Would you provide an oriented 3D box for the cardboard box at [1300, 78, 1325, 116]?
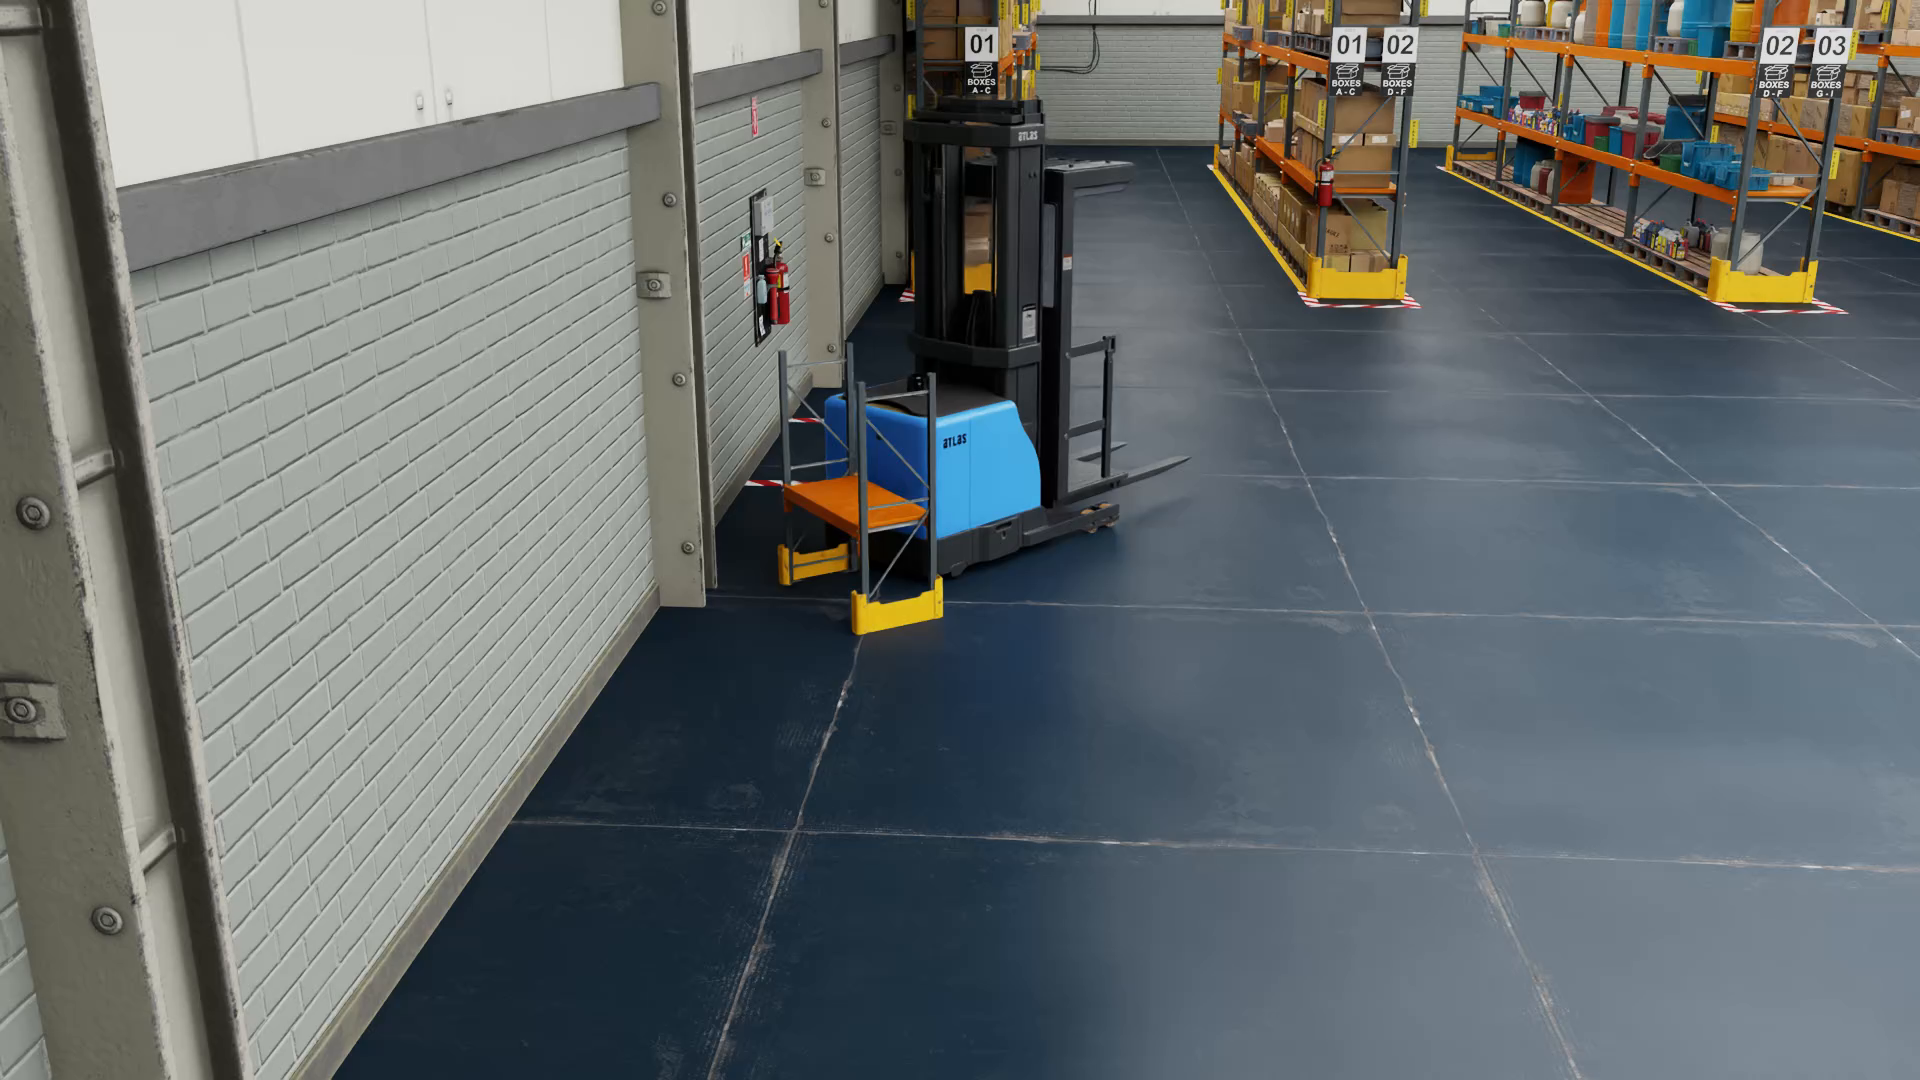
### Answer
[{"bbox_3d":[5.170,-6.229,23.372,0.700,0.500,0.500,1,18,4],"label":"cardboard box"}]

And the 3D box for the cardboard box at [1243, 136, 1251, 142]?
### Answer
[{"bbox_3d":[6.262,-8.277,35.173,0.500,0.500,0.500,1,18,4],"label":"cardboard box"}]

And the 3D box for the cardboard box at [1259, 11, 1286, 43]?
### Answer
[{"bbox_3d":[5.480,-8.554,27.735,0.910,0.500,0.500,1,18,4],"label":"cardboard box"}]

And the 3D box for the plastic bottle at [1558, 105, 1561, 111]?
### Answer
[{"bbox_3d":[10.970,-7.760,30.366,0.144,0.351,0.185,1,18,4],"label":"plastic bottle"}]

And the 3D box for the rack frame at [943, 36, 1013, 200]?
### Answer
[{"bbox_3d":[0.254,-5.812,24.344,1.000,3.000,0.127,1,18,4],"label":"rack frame"}]

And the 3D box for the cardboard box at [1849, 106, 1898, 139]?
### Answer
[{"bbox_3d":[15.151,-6.929,27.592,0.500,0.500,0.500,2,18,6],"label":"cardboard box"}]

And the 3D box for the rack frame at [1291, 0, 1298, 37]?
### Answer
[{"bbox_3d":[5.195,-8.554,23.076,1.000,3.000,0.127,1,18,4],"label":"rack frame"}]

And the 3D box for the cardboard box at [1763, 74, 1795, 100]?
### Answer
[{"bbox_3d":[15.416,-8.540,31.229,0.500,0.500,0.500,2,18,5],"label":"cardboard box"}]

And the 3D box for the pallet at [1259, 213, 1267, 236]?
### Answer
[{"bbox_3d":[5.294,-4.987,26.305,1.003,0.211,1.213,1,18,4],"label":"pallet"}]

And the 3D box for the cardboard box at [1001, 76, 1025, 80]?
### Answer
[{"bbox_3d":[0.868,-7.912,28.876,0.500,0.250,0.500,1,18,3],"label":"cardboard box"}]

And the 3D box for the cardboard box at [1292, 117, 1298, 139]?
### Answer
[{"bbox_3d":[5.304,-6.152,25.221,0.500,0.500,0.500,3,18,8],"label":"cardboard box"}]

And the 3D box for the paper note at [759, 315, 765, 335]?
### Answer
[{"bbox_3d":[-1.572,-1.705,13.222,0.016,0.148,0.142,1,18,4],"label":"paper note"}]

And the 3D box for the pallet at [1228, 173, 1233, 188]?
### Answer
[{"bbox_3d":[5.819,-7.076,32.678,1.003,0.211,1.213,1,18,4],"label":"pallet"}]

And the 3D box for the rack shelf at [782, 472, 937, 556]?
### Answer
[{"bbox_3d":[-0.624,-0.171,10.113,0.538,0.185,1.000,-11,21,-30],"label":"rack shelf"}]

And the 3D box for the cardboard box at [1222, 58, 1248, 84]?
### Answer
[{"bbox_3d":[5.761,-9.821,34.810,0.500,0.500,0.500,2,18,6],"label":"cardboard box"}]

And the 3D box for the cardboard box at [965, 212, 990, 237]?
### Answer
[{"bbox_3d":[0.250,-4.208,22.755,0.700,0.500,0.500,0,18,0],"label":"cardboard box"}]

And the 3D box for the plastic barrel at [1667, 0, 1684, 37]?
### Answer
[{"bbox_3d":[9.909,-7.140,22.724,0.421,0.512,0.421,0,18,0],"label":"plastic barrel"}]

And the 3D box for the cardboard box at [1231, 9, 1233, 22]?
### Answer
[{"bbox_3d":[5.647,-10.402,32.972,0.500,0.250,0.500,1,18,4],"label":"cardboard box"}]

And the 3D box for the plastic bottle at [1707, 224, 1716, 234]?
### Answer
[{"bbox_3d":[10.340,-4.175,22.895,0.144,0.351,0.185,1,18,4],"label":"plastic bottle"}]

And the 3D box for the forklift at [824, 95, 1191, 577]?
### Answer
[{"bbox_3d":[0.475,-1.537,11.405,1.130,2.935,3.031,16,24,41],"label":"forklift"}]

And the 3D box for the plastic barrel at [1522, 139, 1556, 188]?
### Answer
[{"bbox_3d":[10.602,-6.890,30.328,0.600,0.901,0.708,1,18,4],"label":"plastic barrel"}]

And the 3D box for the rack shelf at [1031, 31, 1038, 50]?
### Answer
[{"bbox_3d":[0.971,-10.002,33.467,1.077,0.370,4.000,1,18,4],"label":"rack shelf"}]

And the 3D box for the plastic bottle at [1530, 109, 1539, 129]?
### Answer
[{"bbox_3d":[10.184,-7.448,29.414,0.144,0.351,0.185,1,18,4],"label":"plastic bottle"}]

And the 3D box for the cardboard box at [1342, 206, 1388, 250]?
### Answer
[{"bbox_3d":[5.203,-4.027,21.432,0.500,0.500,0.500,1,18,4],"label":"cardboard box"}]

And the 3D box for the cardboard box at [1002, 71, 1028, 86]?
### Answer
[{"bbox_3d":[1.003,-8.542,30.801,0.500,0.250,0.500,2,18,5],"label":"cardboard box"}]

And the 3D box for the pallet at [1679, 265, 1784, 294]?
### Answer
[{"bbox_3d":[9.871,-3.301,21.157,1.003,0.211,1.213,1,18,4],"label":"pallet"}]

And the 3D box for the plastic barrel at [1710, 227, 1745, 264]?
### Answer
[{"bbox_3d":[9.856,-3.728,21.304,0.421,0.512,0.421,0,18,0],"label":"plastic barrel"}]

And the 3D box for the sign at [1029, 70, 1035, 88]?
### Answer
[{"bbox_3d":[1.370,-8.800,31.731,0.100,0.325,0.005,1,18,4],"label":"sign"}]

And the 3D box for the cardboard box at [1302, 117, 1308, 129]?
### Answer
[{"bbox_3d":[4.931,-5.740,22.921,0.380,0.149,0.250,1,18,3],"label":"cardboard box"}]

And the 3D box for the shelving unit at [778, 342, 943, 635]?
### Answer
[{"bbox_3d":[-0.629,-0.344,10.065,0.587,1.500,1.083,-11,21,-30],"label":"shelving unit"}]

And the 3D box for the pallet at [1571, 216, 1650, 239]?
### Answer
[{"bbox_3d":[10.238,-4.891,26.010,1.003,0.211,1.213,1,18,4],"label":"pallet"}]

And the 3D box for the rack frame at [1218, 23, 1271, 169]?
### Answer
[{"bbox_3d":[6.056,-9.430,35.384,1.000,3.000,0.127,1,18,4],"label":"rack frame"}]

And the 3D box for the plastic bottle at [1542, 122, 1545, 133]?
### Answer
[{"bbox_3d":[10.104,-7.132,28.692,0.097,0.201,0.097,0,18,0],"label":"plastic bottle"}]

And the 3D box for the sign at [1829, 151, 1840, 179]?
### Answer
[{"bbox_3d":[10.397,-4.467,19.793,0.100,0.325,0.005,1,18,4],"label":"sign"}]

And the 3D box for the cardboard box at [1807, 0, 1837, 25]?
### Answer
[{"bbox_3d":[15.618,-9.457,29.816,0.700,0.500,0.500,2,18,5],"label":"cardboard box"}]

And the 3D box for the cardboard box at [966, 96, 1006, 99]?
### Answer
[{"bbox_3d":[0.450,-6.778,26.423,0.700,0.500,0.500,1,18,4],"label":"cardboard box"}]

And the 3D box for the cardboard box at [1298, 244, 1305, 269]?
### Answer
[{"bbox_3d":[4.676,-3.682,21.585,0.500,0.250,0.500,1,18,4],"label":"cardboard box"}]

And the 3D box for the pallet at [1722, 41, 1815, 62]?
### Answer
[{"bbox_3d":[10.006,-5.939,20.218,1.003,0.211,1.213,1,18,4],"label":"pallet"}]

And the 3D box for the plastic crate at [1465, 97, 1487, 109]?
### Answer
[{"bbox_3d":[10.603,-8.993,34.224,0.416,0.233,0.300,1,18,4],"label":"plastic crate"}]

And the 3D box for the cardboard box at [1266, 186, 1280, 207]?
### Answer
[{"bbox_3d":[5.008,-5.311,25.655,0.500,0.311,0.500,1,18,4],"label":"cardboard box"}]

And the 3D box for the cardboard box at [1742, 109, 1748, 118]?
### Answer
[{"bbox_3d":[15.418,-8.268,32.240,0.380,0.149,0.250,2,18,5],"label":"cardboard box"}]

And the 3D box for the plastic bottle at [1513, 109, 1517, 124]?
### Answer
[{"bbox_3d":[10.251,-7.802,30.624,0.097,0.271,0.097,0,18,0],"label":"plastic bottle"}]

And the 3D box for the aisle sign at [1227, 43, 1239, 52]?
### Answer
[{"bbox_3d":[5.768,-10.693,35.064,0.394,0.787,0.004,1,18,4],"label":"aisle sign"}]

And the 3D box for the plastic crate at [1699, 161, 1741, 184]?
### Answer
[{"bbox_3d":[9.639,-4.642,21.011,0.499,0.251,0.408,1,18,4],"label":"plastic crate"}]

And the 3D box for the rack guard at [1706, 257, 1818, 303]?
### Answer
[{"bbox_3d":[9.807,-3.186,20.342,1.175,0.500,0.348,1,18,4],"label":"rack guard"}]

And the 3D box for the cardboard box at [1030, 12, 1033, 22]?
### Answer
[{"bbox_3d":[1.140,-10.107,32.039,0.500,0.250,0.500,1,18,4],"label":"cardboard box"}]

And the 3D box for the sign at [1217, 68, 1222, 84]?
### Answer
[{"bbox_3d":[5.514,-9.853,35.286,0.100,0.325,0.005,1,18,4],"label":"sign"}]

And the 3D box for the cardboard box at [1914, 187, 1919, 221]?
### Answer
[{"bbox_3d":[15.274,-5.187,25.743,0.700,0.500,0.500,3,18,9],"label":"cardboard box"}]

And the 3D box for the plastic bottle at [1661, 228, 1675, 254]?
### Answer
[{"bbox_3d":[9.607,-4.052,22.518,0.144,0.351,0.185,2,18,6],"label":"plastic bottle"}]

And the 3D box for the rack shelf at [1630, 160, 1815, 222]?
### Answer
[{"bbox_3d":[9.992,-4.628,21.885,1.077,0.370,4.000,1,18,4],"label":"rack shelf"}]

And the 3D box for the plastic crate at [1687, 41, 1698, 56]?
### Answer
[{"bbox_3d":[9.751,-6.432,21.758,0.336,0.188,0.450,1,18,4],"label":"plastic crate"}]

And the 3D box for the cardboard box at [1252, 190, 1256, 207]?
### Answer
[{"bbox_3d":[5.152,-5.682,27.688,0.500,0.250,0.500,1,18,4],"label":"cardboard box"}]
